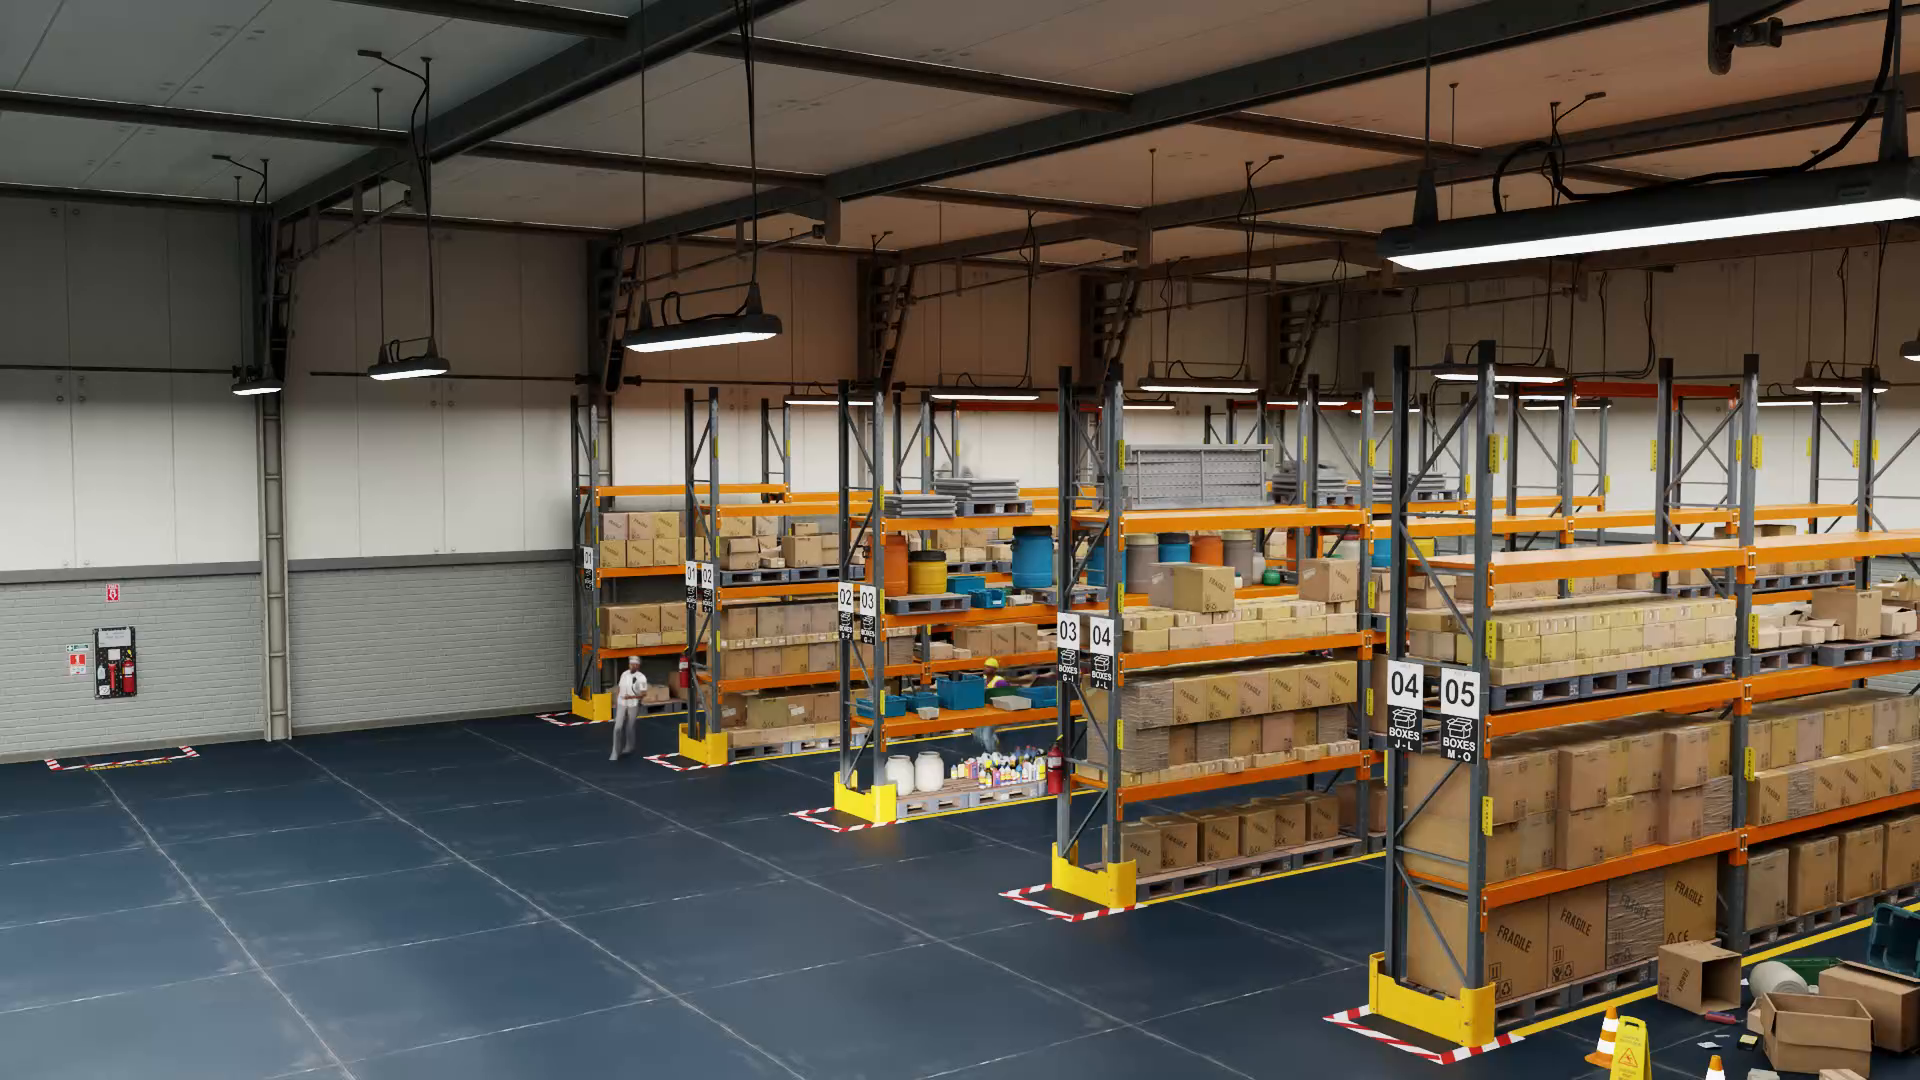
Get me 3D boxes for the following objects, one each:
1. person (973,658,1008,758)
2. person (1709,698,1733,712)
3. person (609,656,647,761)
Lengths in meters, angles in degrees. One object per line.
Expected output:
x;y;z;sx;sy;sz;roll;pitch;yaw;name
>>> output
0.476;2.729;26.307;0.583;1.724;0.711;-3;5;-43;person
10.421;2.932;22.603;0.762;1.800;0.703;-3;4;-39;person
-5.344;2.724;26.973;0.588;1.727;0.669;0;3;6;person
